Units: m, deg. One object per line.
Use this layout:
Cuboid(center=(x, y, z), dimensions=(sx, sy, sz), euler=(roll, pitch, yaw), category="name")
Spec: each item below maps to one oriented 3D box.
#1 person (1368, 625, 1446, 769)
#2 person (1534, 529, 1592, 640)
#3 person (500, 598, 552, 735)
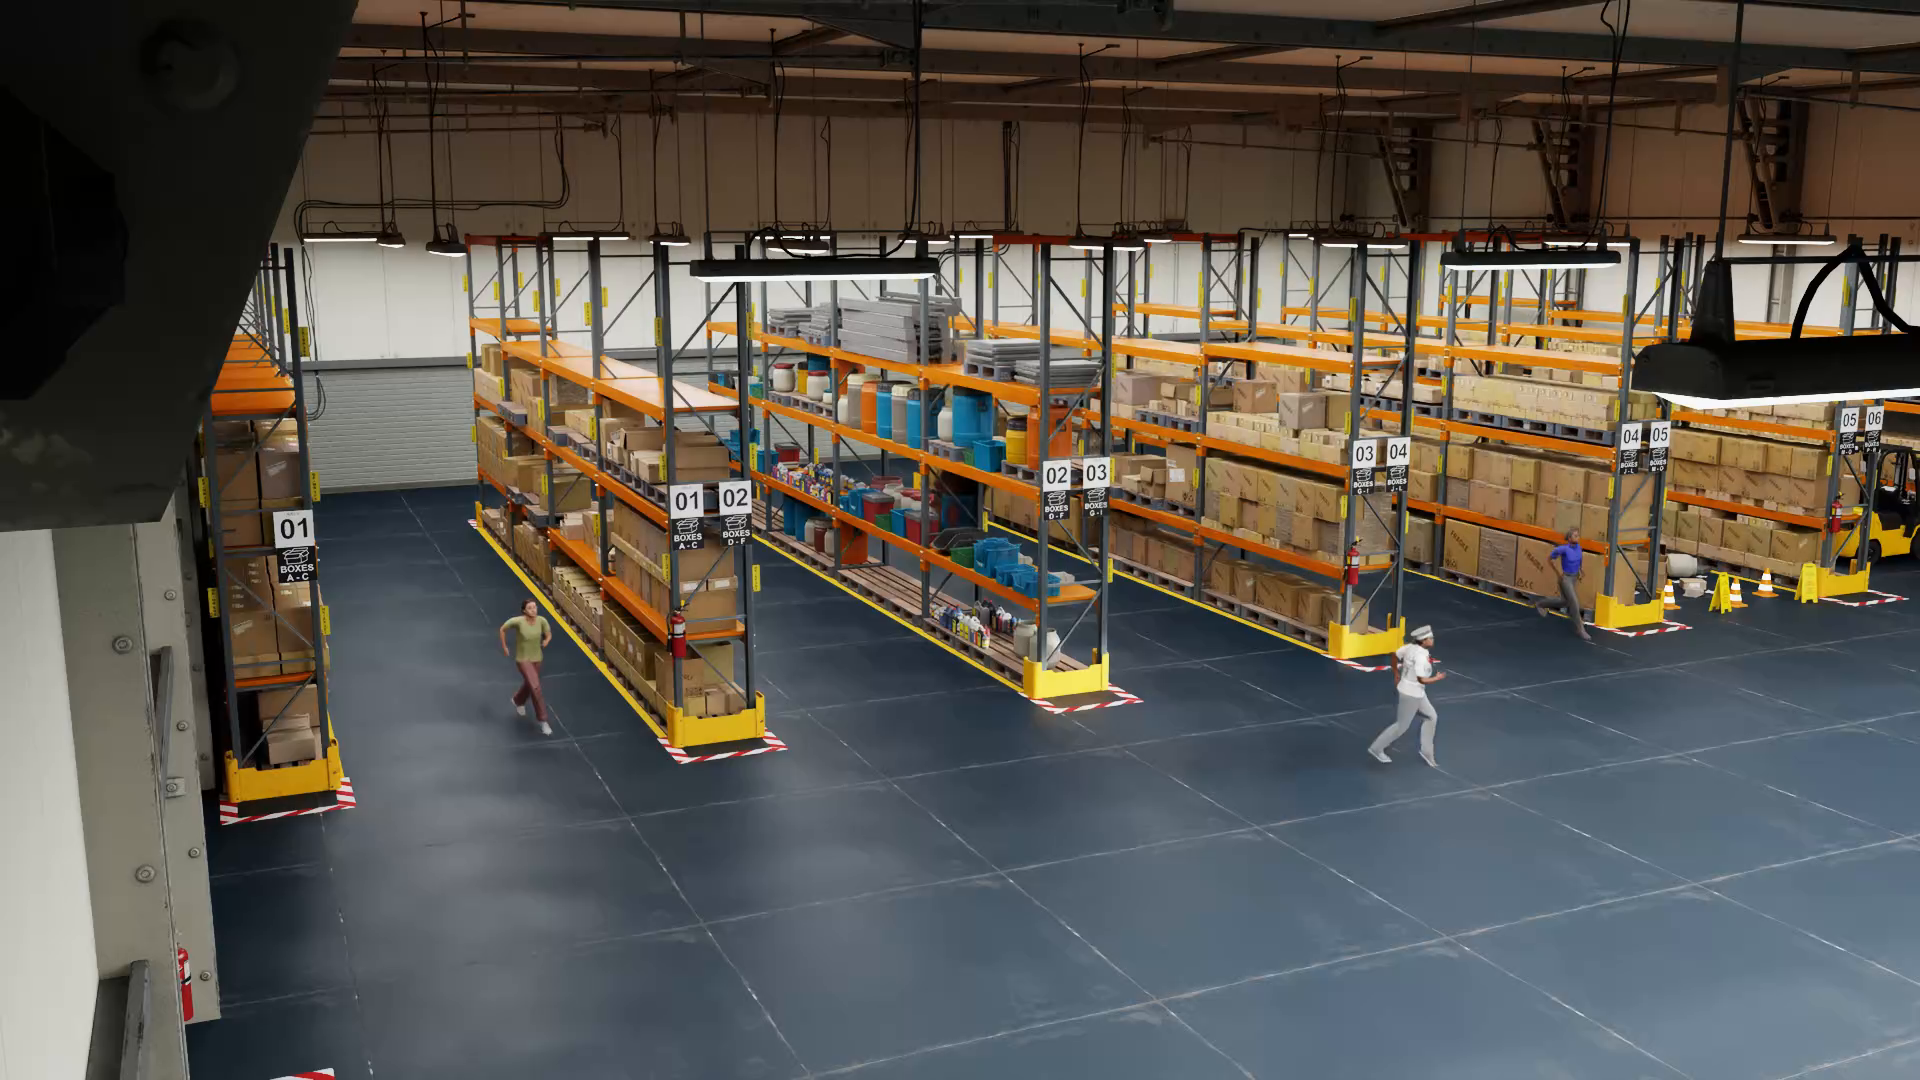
Cuboid(center=(5.201, 1.828, 19.340), dimensions=(0.845, 1.735, 0.599), euler=(1, 11, 6), category="person")
Cuboid(center=(9.341, 0.641, 25.641), dimensions=(0.539, 1.673, 1.074), euler=(-9, 14, -38), category="person")
Cuboid(center=(-5.412, 1.531, 20.876), dimensions=(0.599, 1.690, 0.977), euler=(-9, 14, -38), category="person")
